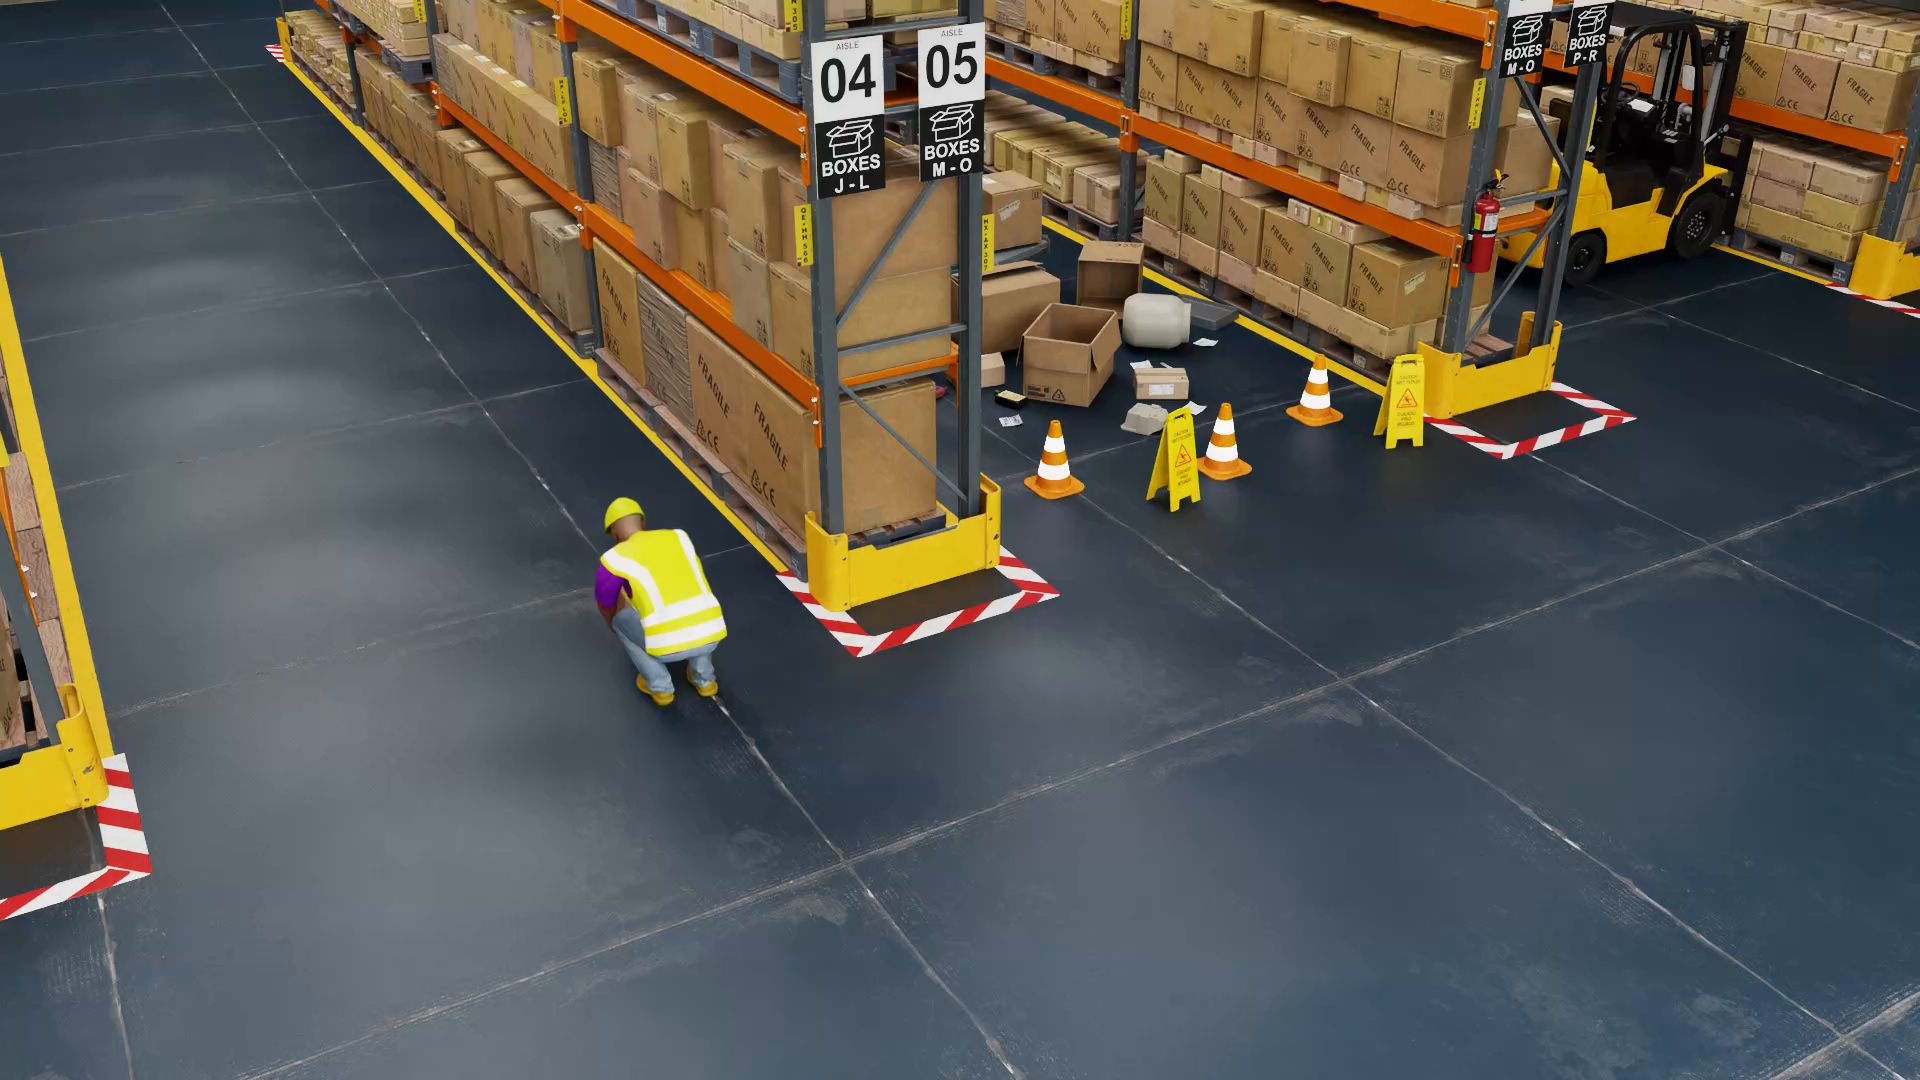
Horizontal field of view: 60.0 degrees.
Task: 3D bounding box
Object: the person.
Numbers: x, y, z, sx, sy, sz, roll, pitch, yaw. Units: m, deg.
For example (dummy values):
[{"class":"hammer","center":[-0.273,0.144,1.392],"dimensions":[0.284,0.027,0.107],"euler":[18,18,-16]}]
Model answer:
[{"class":"person","center":[-1.598,0.324,8.758],"dimensions":[0.587,0.996,0.888],"euler":[-16,33,-26]}]
